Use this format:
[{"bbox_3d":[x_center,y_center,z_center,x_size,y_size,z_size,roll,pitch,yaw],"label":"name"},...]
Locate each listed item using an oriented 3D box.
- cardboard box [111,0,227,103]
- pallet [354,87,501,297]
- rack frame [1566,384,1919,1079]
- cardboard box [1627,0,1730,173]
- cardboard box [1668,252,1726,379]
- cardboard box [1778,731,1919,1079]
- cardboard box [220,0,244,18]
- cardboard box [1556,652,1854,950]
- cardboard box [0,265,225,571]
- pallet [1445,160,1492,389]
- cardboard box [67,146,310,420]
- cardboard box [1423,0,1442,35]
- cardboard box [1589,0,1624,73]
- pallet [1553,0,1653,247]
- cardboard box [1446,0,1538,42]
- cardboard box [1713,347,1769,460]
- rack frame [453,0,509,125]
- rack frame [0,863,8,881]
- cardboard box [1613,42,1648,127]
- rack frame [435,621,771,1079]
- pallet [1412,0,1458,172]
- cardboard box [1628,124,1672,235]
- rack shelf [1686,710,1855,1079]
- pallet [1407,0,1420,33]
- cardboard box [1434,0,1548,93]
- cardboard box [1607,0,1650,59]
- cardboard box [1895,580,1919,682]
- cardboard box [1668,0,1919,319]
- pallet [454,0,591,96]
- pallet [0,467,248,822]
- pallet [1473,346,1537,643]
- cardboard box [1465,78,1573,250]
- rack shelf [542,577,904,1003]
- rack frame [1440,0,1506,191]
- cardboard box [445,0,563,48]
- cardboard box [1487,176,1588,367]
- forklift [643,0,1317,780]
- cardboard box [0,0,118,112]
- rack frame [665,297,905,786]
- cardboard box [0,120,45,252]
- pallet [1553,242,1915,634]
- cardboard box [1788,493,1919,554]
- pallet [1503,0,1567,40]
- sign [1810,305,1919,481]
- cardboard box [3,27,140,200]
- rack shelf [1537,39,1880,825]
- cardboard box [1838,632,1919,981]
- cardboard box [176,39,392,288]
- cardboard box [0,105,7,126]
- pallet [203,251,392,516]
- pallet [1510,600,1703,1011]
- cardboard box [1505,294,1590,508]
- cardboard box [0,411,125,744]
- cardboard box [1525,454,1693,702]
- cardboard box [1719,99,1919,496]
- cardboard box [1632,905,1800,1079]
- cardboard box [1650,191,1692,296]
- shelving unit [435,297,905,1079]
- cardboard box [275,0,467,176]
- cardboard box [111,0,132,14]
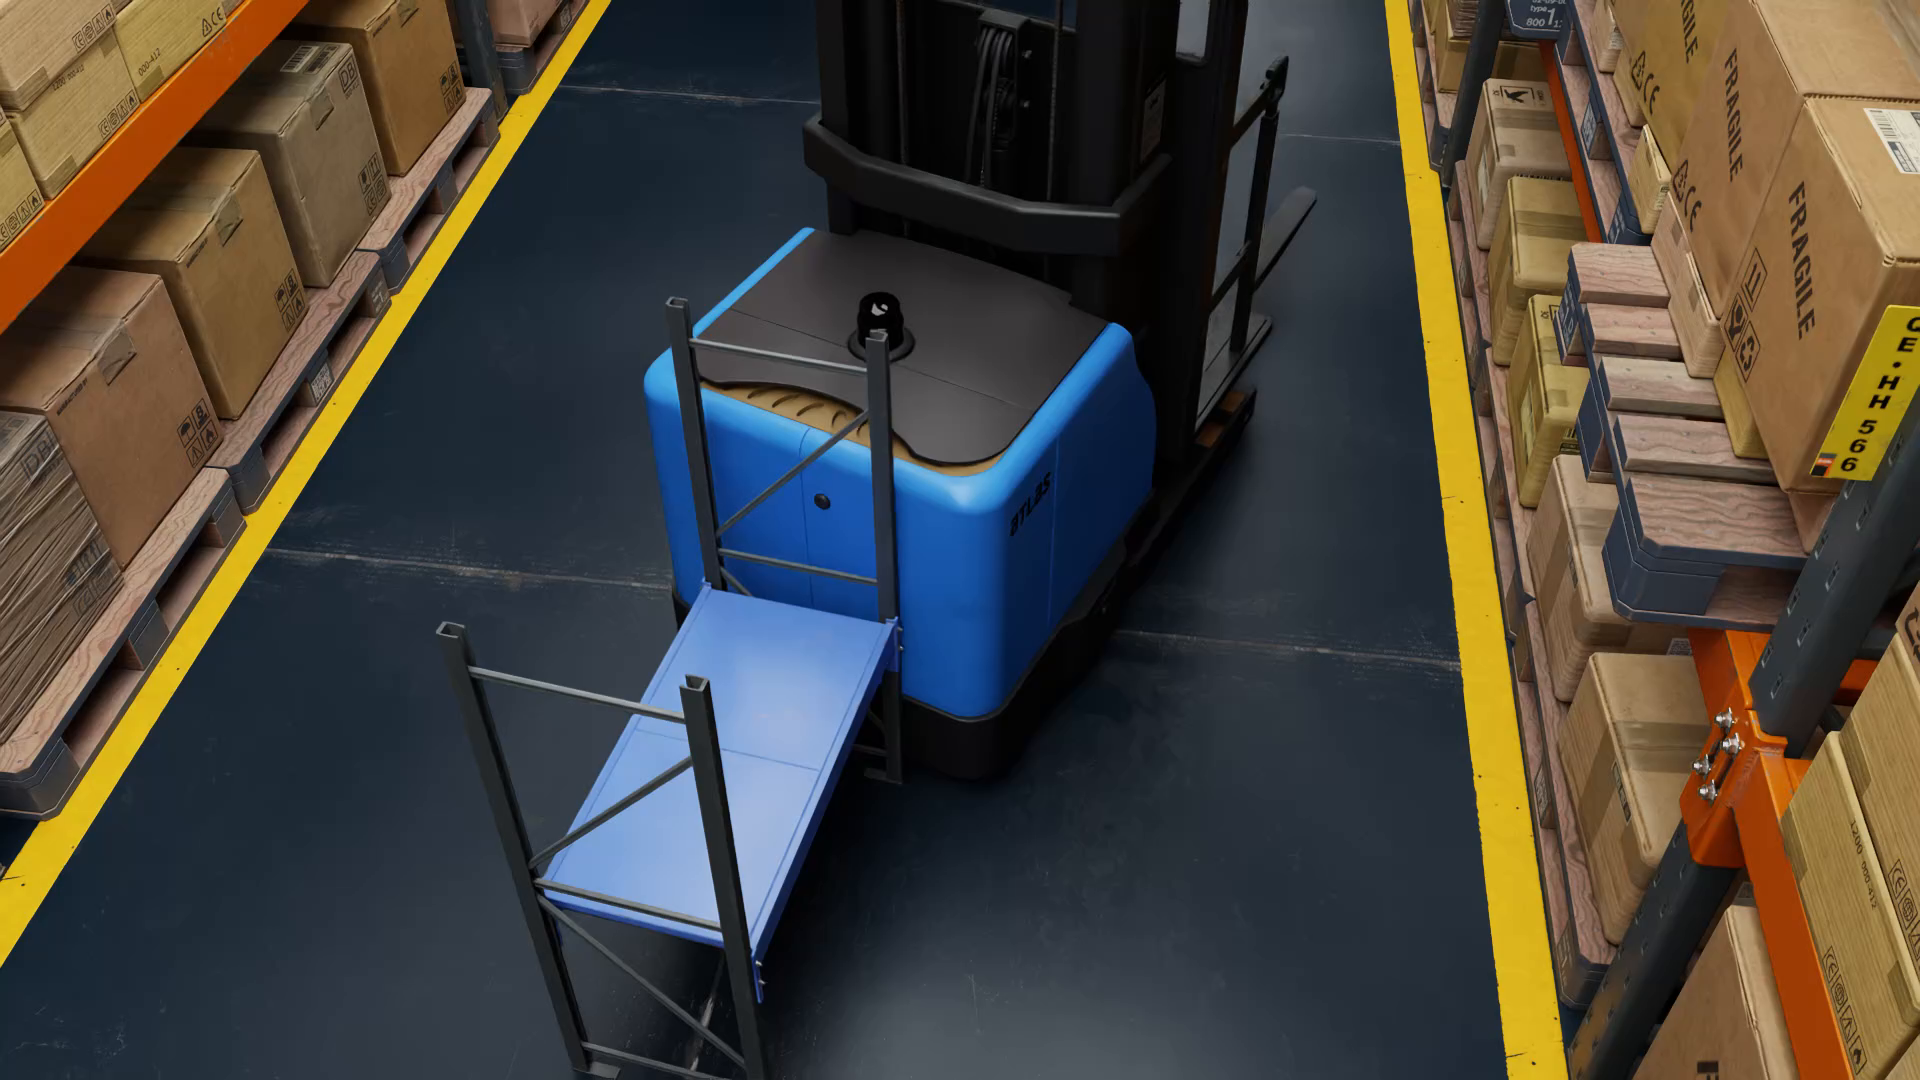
[{"bbox_3d":[-2.485,-1.503,4.765,0.500,0.250,0.500,7,44,7],"label":"cardboard box"},{"bbox_3d":[-2.519,-1.438,6.615,1.003,0.211,1.213,5,44,6],"label":"pallet"},{"bbox_3d":[1.931,0.218,2.838,1.000,3.000,0.127,5,44,6],"label":"rack frame"},{"bbox_3d":[1.839,-1.111,3.647,0.500,0.500,0.500,3,43,3],"label":"cardboard box"},{"bbox_3d":[1.694,-0.453,3.424,0.380,0.149,0.250,5,44,5],"label":"cardboard box"},{"bbox_3d":[1.617,0.583,2.561,0.500,0.250,0.500,5,44,5],"label":"cardboard box"},{"bbox_3d":[-2.425,-1.856,5.137,0.500,0.250,0.500,5,44,6],"label":"cardboard box"},{"bbox_3d":[2.016,0.636,4.003,0.950,0.372,0.625,3,43,3],"label":"cardboard box"},{"bbox_3d":[-2.815,-0.390,4.902,0.875,0.625,0.625,7,44,7],"label":"cardboard box"},{"bbox_3d":[2.359,-0.964,6.115,1.003,0.211,1.213,5,44,6],"label":"pallet"},{"bbox_3d":[-2.726,-0.849,5.387,0.875,0.625,0.625,4,44,4],"label":"cardboard box"},{"bbox_3d":[2.332,-2.453,7.353,0.500,0.250,0.500,4,44,4],"label":"cardboard box"},{"bbox_3d":[1.874,-1.335,4.356,0.380,0.149,0.250,7,44,7],"label":"cardboard box"},{"bbox_3d":[2.153,-1.065,4.332,1.003,0.211,1.213,5,44,6],"label":"pallet"},{"bbox_3d":[2.272,-2.362,6.712,0.500,0.500,0.500,5,44,5],"label":"cardboard box"},{"bbox_3d":[1.705,-0.277,3.238,0.380,0.149,0.250,6,44,6],"label":"cardboard box"},{"bbox_3d":[-2.460,-2.956,6.191,1.000,3.000,0.127,5,44,6],"label":"rack frame"},{"bbox_3d":[-2.989,-0.230,3.312,1.000,3.000,0.127,5,44,6],"label":"rack frame"},{"bbox_3d":[1.868,-1.151,4.161,0.380,0.149,0.250,4,44,4],"label":"cardboard box"},{"bbox_3d":[-0.670,0.743,3.374,0.500,1.500,0.032,11,45,11],"label":"rack frame"},{"bbox_3d":[2.514,-1.956,7.162,1.003,0.211,1.213,5,44,6],"label":"pallet"},{"bbox_3d":[1.758,-0.812,3.804,0.380,0.149,0.250,6,44,6],"label":"cardboard box"},{"bbox_3d":[1.667,1.843,1.646,1.077,0.370,4.000,5,44,6],"label":"rack shelf"},{"bbox_3d":[2.673,-2.790,8.043,1.003,0.211,1.213,5,44,6],"label":"pallet"},{"bbox_3d":[2.272,-2.089,6.969,0.500,0.250,0.500,7,44,7],"label":"cardboard box"},{"bbox_3d":[1.912,-1.483,4.040,0.500,0.500,0.500,4,44,4],"label":"cardboard box"},{"bbox_3d":[1.624,0.133,2.128,0.500,0.500,0.500,4,44,4],"label":"cardboard box"},{"bbox_3d":[1.773,-0.767,3.284,0.500,0.500,0.500,5,44,5],"label":"cardboard box"},{"bbox_3d":[-2.314,-2.482,7.718,1.003,0.211,1.213,5,44,6],"label":"pallet"},{"bbox_3d":[-2.842,0.225,4.859,1.003,0.211,1.213,5,44,6],"label":"pallet"},{"bbox_3d":[2.200,-0.131,5.234,1.003,0.211,1.213,5,44,6],"label":"pallet"},{"bbox_3d":[2.393,-1.348,6.098,0.950,0.372,0.625,6,44,6],"label":"cardboard box"},{"bbox_3d":[-0.533,0.537,3.853,0.538,0.185,1.000,11,45,11],"label":"rack shelf"},{"bbox_3d":[2.460,-2.508,5.717,1.000,3.000,0.127,5,44,6],"label":"rack frame"},{"bbox_3d":[-2.068,-2.410,7.308,0.500,0.250,0.500,6,44,6],"label":"cardboard box"},{"bbox_3d":[2.302,-0.858,5.580,0.950,0.372,0.625,8,44,8],"label":"cardboard box"},{"bbox_3d":[0.338,-1.428,4.626,1.130,2.935,3.031,21,47,20],"label":"forklift"},{"bbox_3d":[-2.534,-1.334,4.222,0.500,0.250,0.500,4,44,4],"label":"cardboard box"},{"bbox_3d":[-0.396,0.070,4.085,0.500,1.500,0.032,11,45,11],"label":"rack frame"},{"bbox_3d":[-2.617,-0.798,4.021,0.500,0.250,0.500,4,44,5],"label":"cardboard box"},{"bbox_3d":[1.920,-0.207,3.427,1.213,0.211,1.003,5,44,6],"label":"pallet"},{"bbox_3d":[1.741,-0.088,3.038,0.380,0.149,0.250,7,44,7],"label":"cardboard box"},{"bbox_3d":[2.215,-1.930,5.247,1.003,0.211,1.213,5,44,6],"label":"pallet"},{"bbox_3d":[1.392,-0.216,2.512,0.100,0.325,0.005,5,44,6],"label":"sign"},{"bbox_3d":[-2.556,-1.150,4.392,0.500,0.250,0.500,4,44,4],"label":"cardboard box"},{"bbox_3d":[2.196,-0.883,4.525,1.077,0.370,4.000,5,44,6],"label":"rack shelf"},{"bbox_3d":[1.620,0.414,2.376,0.500,0.250,0.500,5,44,5],"label":"cardboard box"},{"bbox_3d":[-2.628,-1.362,5.928,0.875,0.625,0.625,5,44,5],"label":"cardboard box"},{"bbox_3d":[-2.621,-0.979,3.847,0.500,0.250,0.500,7,44,7],"label":"cardboard box"},{"bbox_3d":[-2.678,-0.604,5.735,1.003,0.211,1.213,5,44,6],"label":"pallet"},{"bbox_3d":[2.036,0.698,4.359,1.003,0.211,1.213,5,44,6],"label":"pallet"},{"bbox_3d":[2.211,-0.384,5.080,0.950,0.372,0.625,7,44,7],"label":"cardboard box"},{"bbox_3d":[-2.893,0.056,4.431,0.875,0.625,0.625,7,44,7],"label":"cardboard box"},{"bbox_3d":[2.106,0.132,4.534,0.950,0.372,0.625,4,44,5],"label":"cardboard box"},{"bbox_3d":[1.716,-0.414,2.911,0.500,0.500,0.500,4,44,4],"label":"cardboard box"},{"bbox_3d":[1.758,1.301,2.935,0.875,0.875,0.875,5,44,5],"label":"cardboard box"},{"bbox_3d":[1.735,-0.624,3.604,0.380,0.149,0.250,3,44,4],"label":"cardboard box"},{"bbox_3d":[-0.533,0.407,3.730,0.538,1.500,1.048,11,45,11],"label":"shelving unit"},{"bbox_3d":[-2.518,-1.890,6.486,0.875,0.625,0.625,7,44,7],"label":"cardboard box"},{"bbox_3d":[-2.491,-1.684,4.593,0.500,0.250,0.500,6,44,6],"label":"cardboard box"}]
